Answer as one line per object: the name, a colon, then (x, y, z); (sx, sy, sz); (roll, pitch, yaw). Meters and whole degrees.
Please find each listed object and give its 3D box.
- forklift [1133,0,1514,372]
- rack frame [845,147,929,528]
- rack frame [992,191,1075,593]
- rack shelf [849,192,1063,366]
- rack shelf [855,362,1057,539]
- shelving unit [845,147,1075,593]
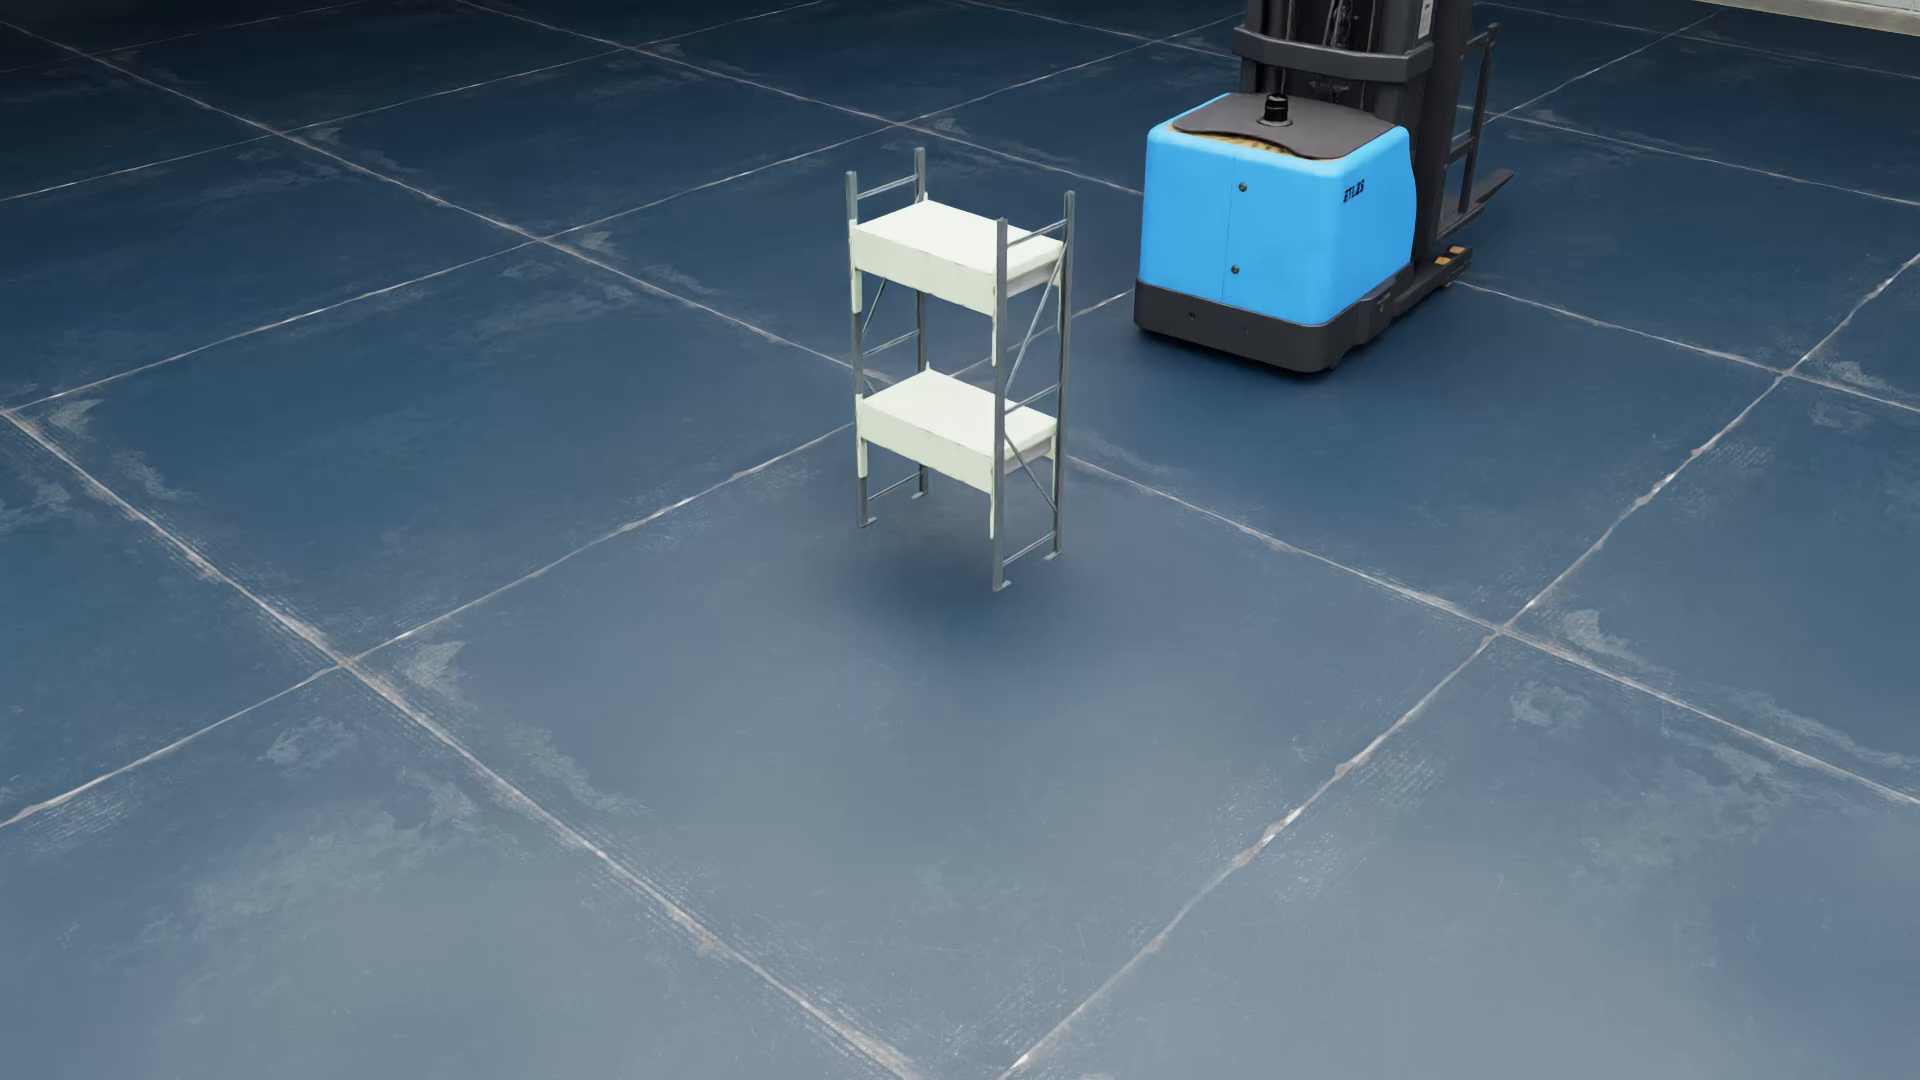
forklift: (2.164, -2.759, 8.492); (1.130, 2.935, 3.031); (21, 37, 31)
rack frame: (-0.276, -0.772, 6.577); (0.023, 1.500, 0.400); (25, 39, 35)
rack frame: (0.266, -0.518, 6.157); (0.023, 1.500, 0.400); (25, 39, 35)
rack shelf: (-0.005, -0.979, 6.166); (0.720, 0.370, 0.431); (25, 39, 35)
rack shelf: (-0.005, -0.366, 6.535); (0.720, 0.370, 0.431); (25, 39, 35)
shelving unit: (-0.005, -0.645, 6.367); (0.755, 1.500, 0.431); (25, 39, 35)
